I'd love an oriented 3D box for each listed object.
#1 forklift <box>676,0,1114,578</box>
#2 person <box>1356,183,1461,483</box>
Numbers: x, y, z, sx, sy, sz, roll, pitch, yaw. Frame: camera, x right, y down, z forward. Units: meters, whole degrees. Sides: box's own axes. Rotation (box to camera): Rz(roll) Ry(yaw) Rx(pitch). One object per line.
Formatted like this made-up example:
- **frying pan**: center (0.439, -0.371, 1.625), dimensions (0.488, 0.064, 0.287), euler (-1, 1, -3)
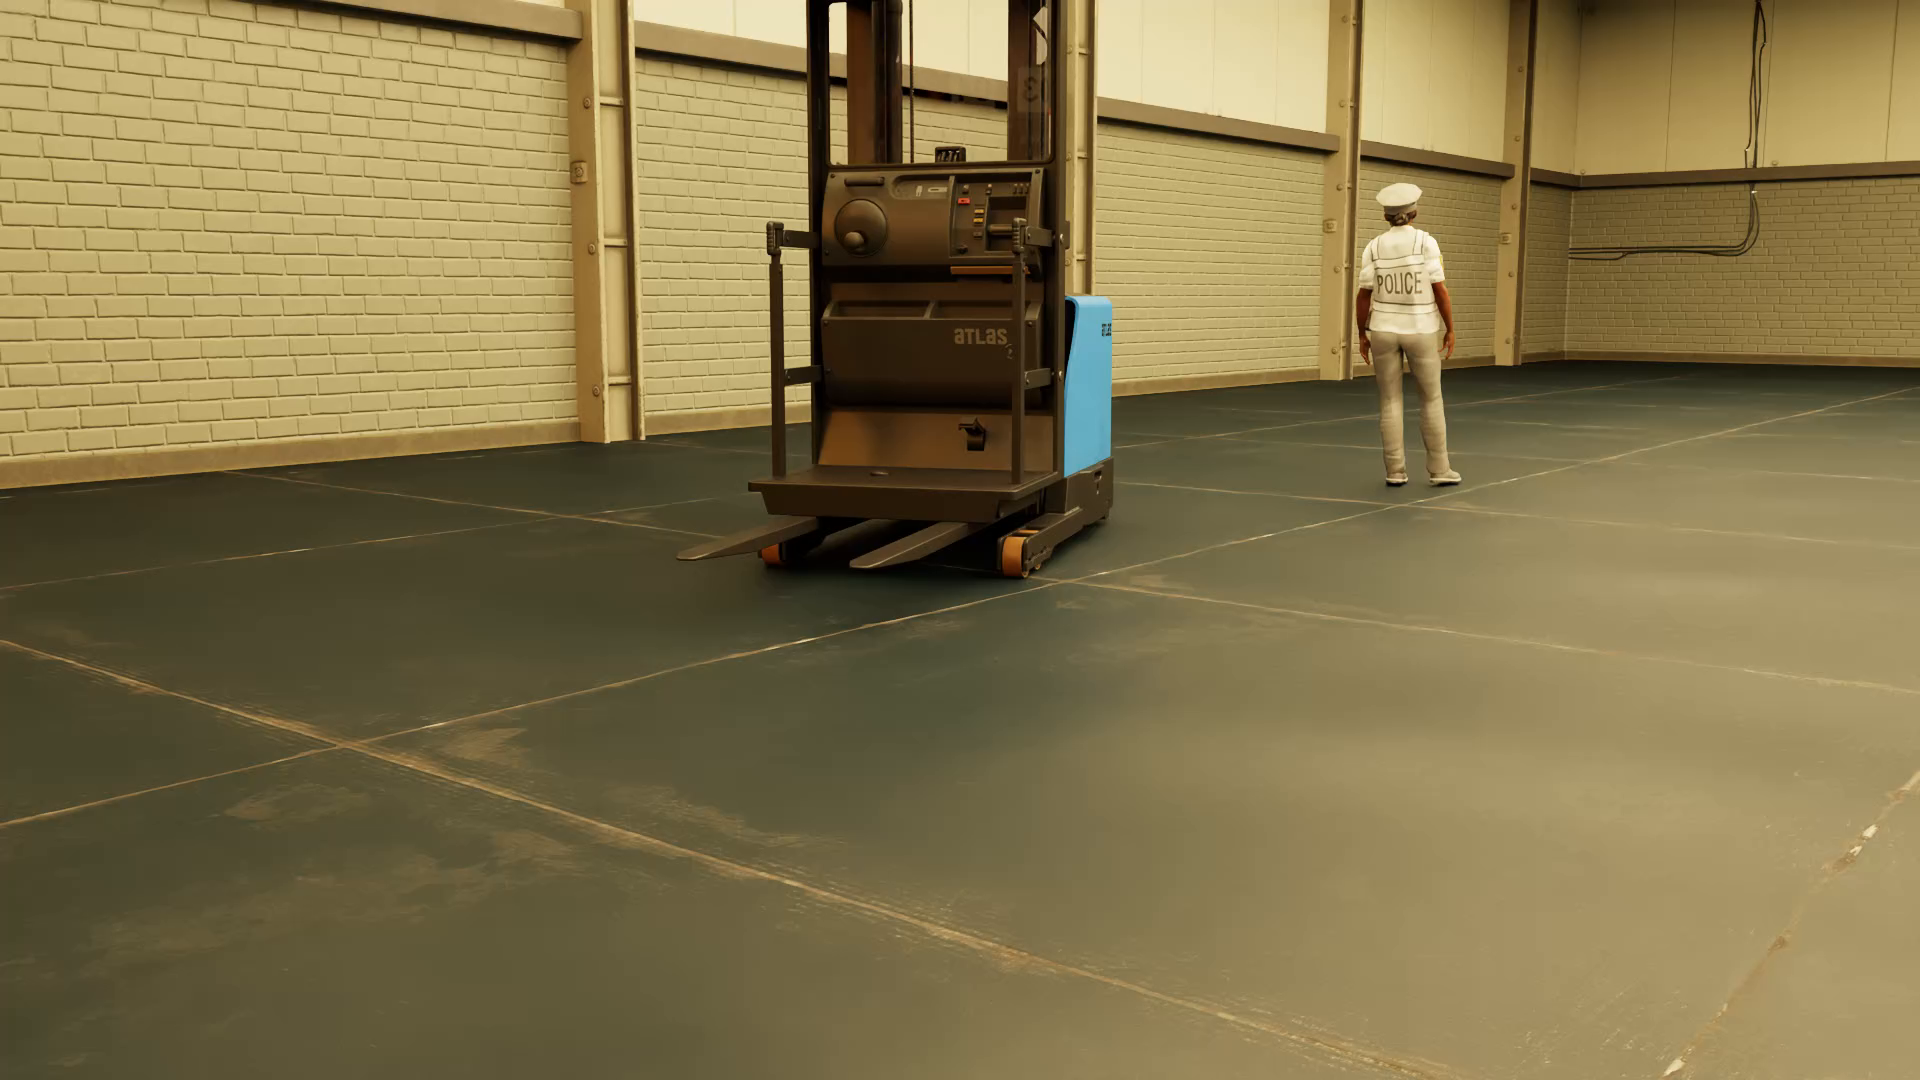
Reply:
- **forklift**: center (-0.176, -1.366, 6.616), dimensions (1.130, 2.935, 3.031), euler (3, 9, 17)
- **person**: center (2.556, -1.165, 9.459), dimensions (0.570, 1.695, 0.530), euler (4, 9, 27)
